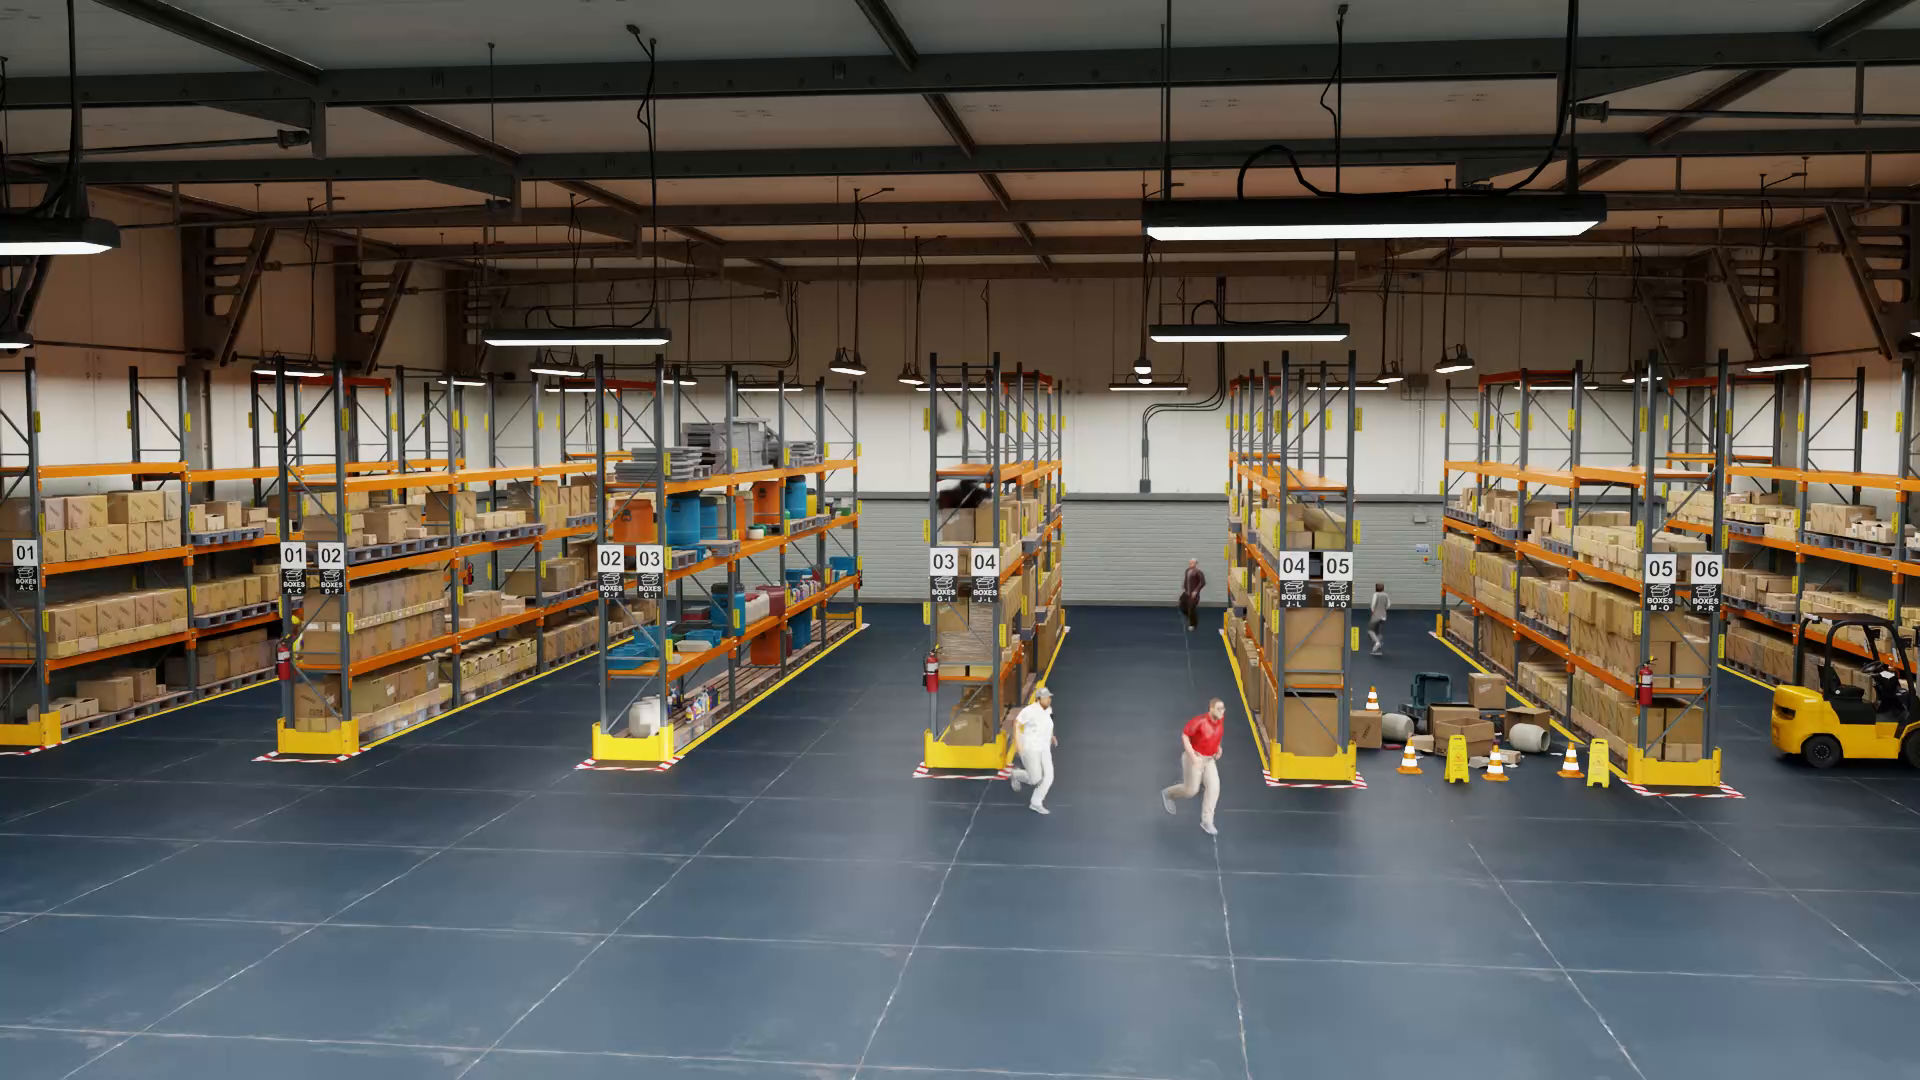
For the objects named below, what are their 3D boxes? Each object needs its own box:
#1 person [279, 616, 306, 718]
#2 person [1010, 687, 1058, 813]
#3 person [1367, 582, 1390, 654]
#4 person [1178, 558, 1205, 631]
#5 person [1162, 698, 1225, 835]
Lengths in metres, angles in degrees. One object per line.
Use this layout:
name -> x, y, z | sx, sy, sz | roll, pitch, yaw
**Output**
person -> -11.105, 2.154, 27.754 | 0.700, 1.774, 0.972 | 0, 4, 4
person -> 0.946, 2.701, 21.485 | 0.637, 1.630, 0.667 | -4, 5, -42
person -> 9.010, 1.683, 35.885 | 0.550, 1.561, 0.522 | -1, 4, -16
person -> 5.560, 1.307, 40.071 | 0.544, 1.741, 0.742 | -3, 5, -35
person -> 2.901, 2.749, 20.572 | 0.677, 1.692, 0.958 | -4, 5, -42
